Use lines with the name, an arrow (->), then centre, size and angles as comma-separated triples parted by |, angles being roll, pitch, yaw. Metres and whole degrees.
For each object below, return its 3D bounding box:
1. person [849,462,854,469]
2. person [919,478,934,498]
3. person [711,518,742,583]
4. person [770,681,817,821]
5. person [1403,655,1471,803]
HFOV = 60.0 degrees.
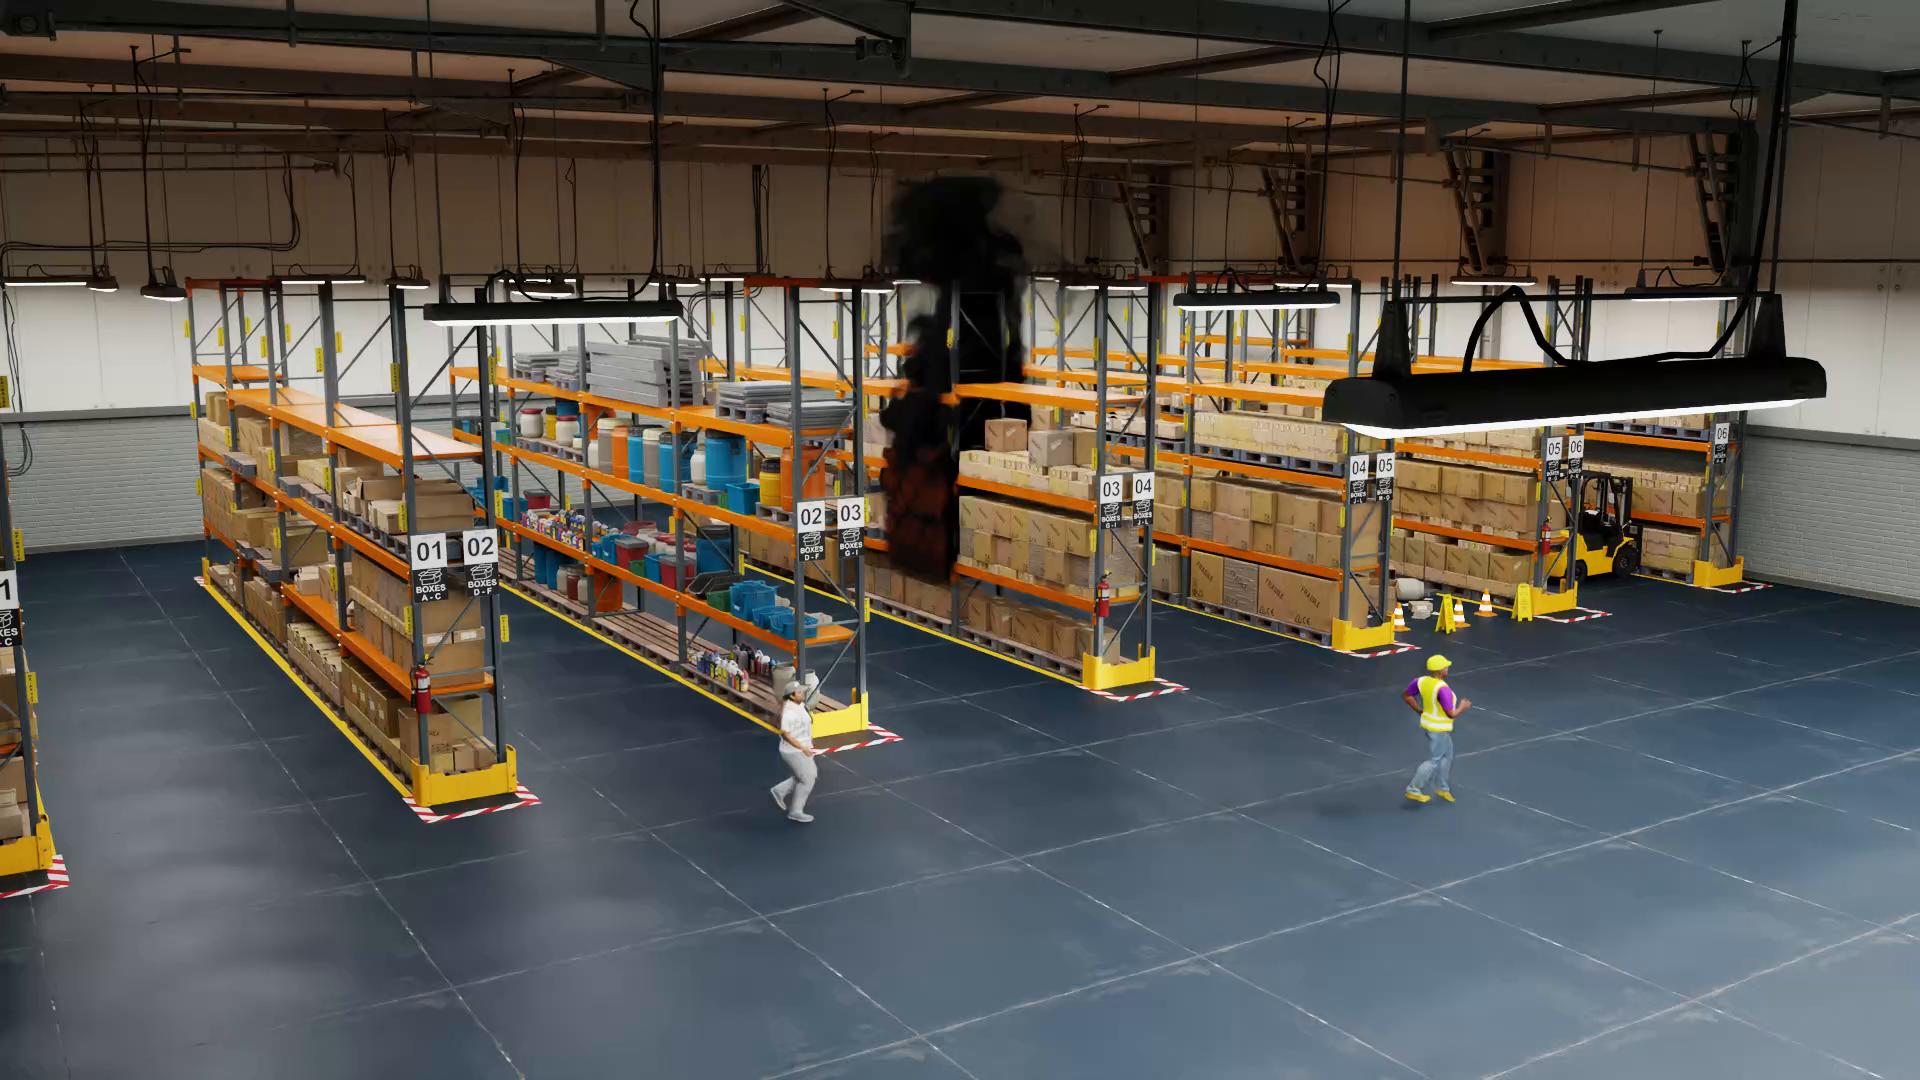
person -> -2.746, -1.529, 41.937 | 0.558, 1.699, 0.743 | -1, 10, -7
person -> -0.612, -0.594, 35.989 | 0.662, 1.731, 0.860 | -6, 11, -30
person -> -4.365, -0.037, 31.131 | 0.692, 1.869, 0.807 | -8, 12, -40
person -> -1.906, 2.397, 18.934 | 0.541, 1.639, 0.603 | 0, 10, -2
person -> 5.557, 2.233, 19.400 | 0.731, 1.824, 0.676 | -2, 10, -9
